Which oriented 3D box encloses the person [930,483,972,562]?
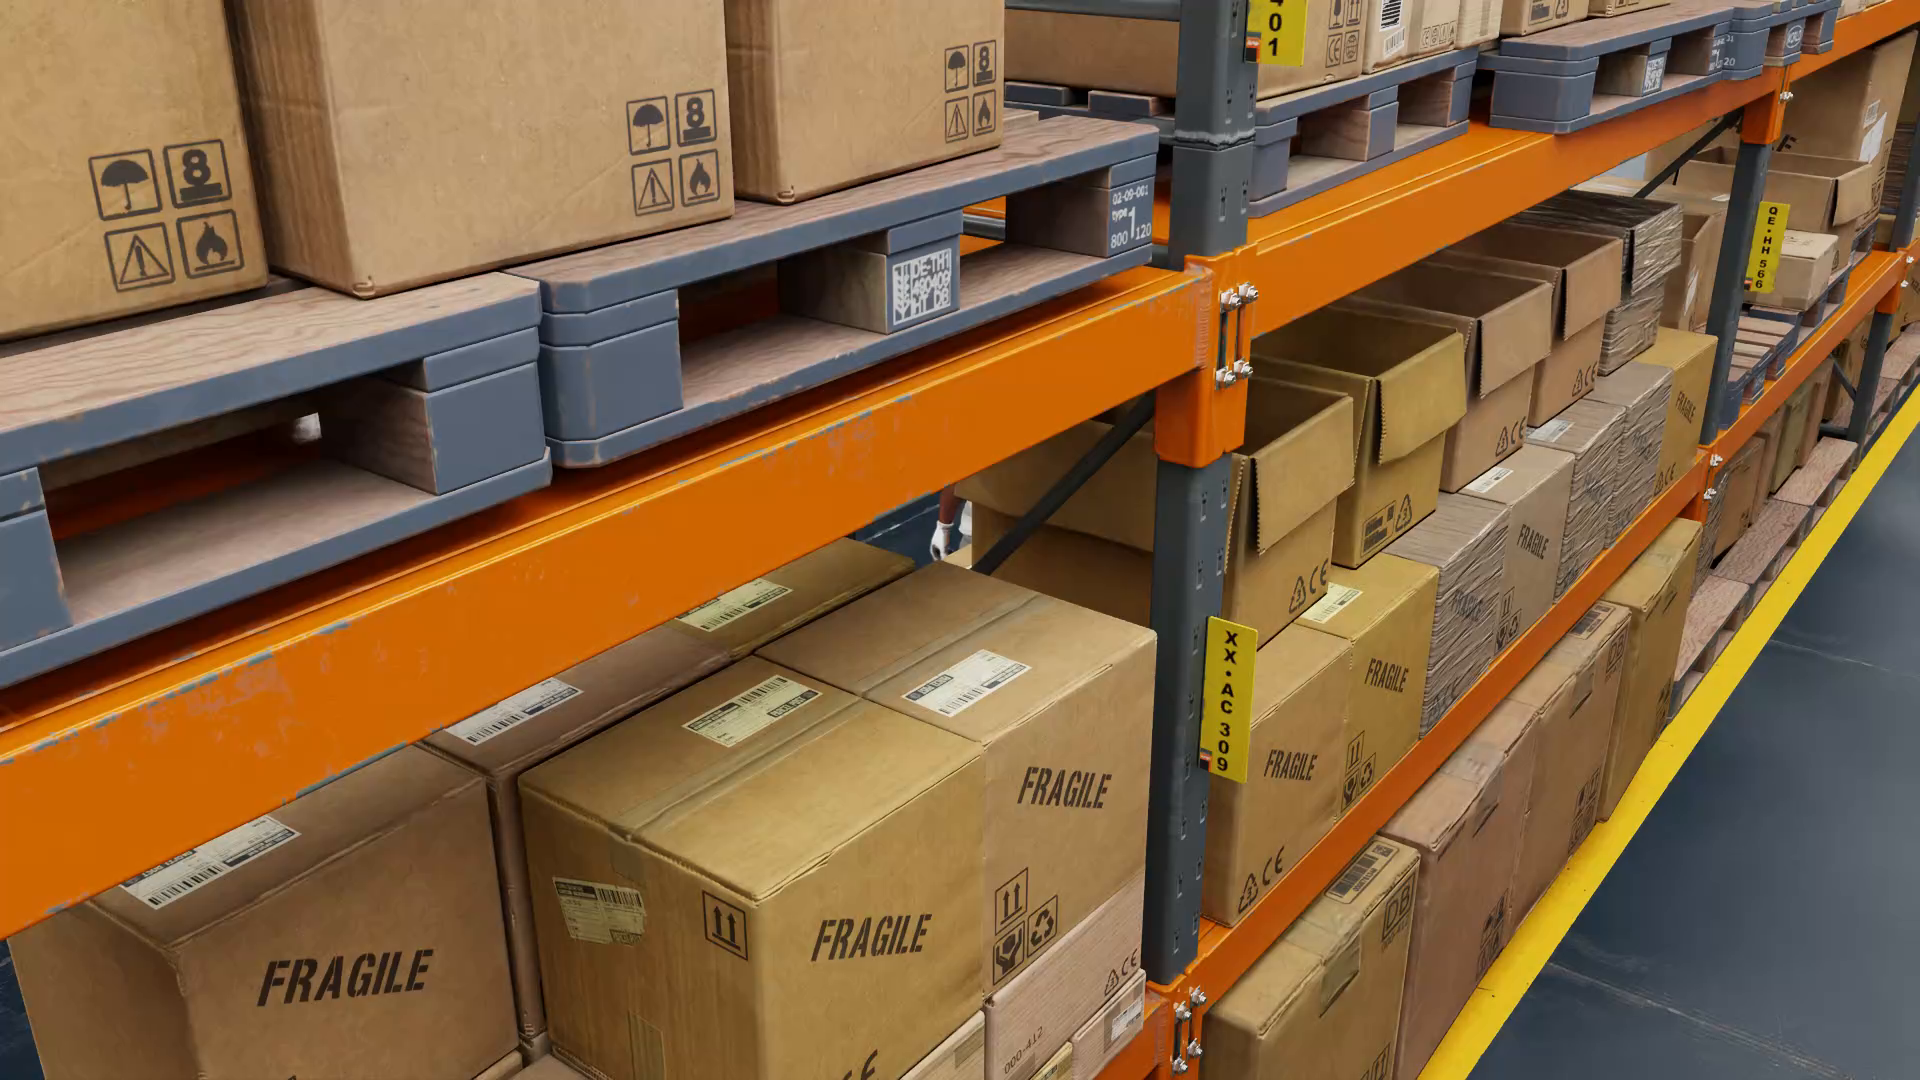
[{"bbox_3d":[0.176,0.034,6.502,0.631,1.776,0.443,15,28,31],"label":"person"}]
